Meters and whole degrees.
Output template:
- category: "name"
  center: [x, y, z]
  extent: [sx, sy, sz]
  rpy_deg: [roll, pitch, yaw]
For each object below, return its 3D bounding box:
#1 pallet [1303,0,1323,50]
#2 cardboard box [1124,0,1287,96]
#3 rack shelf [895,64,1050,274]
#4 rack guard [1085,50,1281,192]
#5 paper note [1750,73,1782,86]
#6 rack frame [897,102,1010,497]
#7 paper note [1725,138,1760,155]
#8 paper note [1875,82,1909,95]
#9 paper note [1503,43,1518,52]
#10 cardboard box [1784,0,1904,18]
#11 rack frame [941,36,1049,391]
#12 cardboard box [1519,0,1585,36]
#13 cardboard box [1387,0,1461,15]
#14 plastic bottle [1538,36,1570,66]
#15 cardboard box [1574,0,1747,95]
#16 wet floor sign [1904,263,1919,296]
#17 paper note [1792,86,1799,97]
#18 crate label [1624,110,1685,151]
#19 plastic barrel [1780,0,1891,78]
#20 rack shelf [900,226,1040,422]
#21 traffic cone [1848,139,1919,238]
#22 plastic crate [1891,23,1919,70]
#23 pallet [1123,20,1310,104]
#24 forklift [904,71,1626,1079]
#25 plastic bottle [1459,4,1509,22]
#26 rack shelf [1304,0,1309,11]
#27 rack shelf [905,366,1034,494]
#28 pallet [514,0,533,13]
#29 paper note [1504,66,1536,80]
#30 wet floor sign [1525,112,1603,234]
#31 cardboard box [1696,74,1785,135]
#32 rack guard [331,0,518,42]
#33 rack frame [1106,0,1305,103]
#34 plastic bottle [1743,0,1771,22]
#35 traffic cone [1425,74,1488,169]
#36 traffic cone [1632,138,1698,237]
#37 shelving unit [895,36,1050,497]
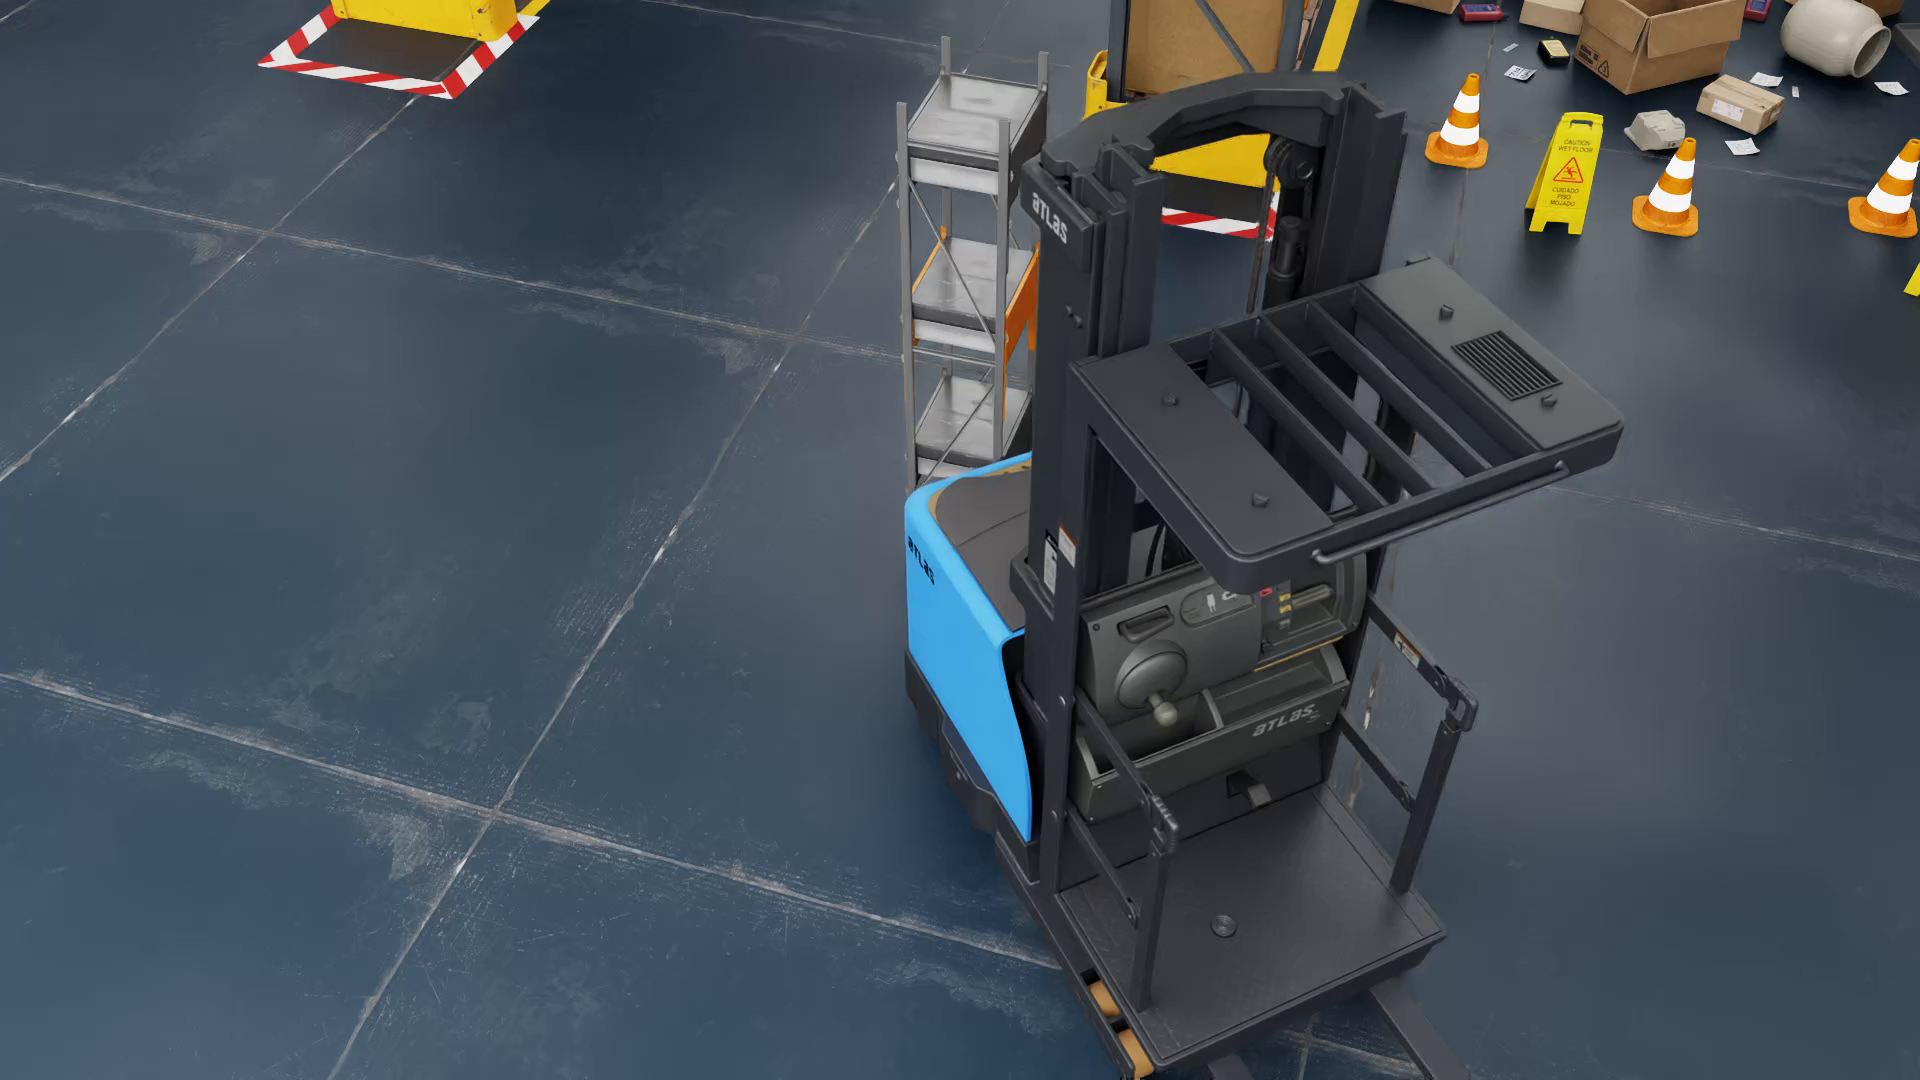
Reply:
- category: "pallet"
  center: [1.830, -3.582, 10.658]
  extent: [1.003, 0.211, 1.213]
  rpy_deg: [13, 46, 13]
- category: "cardboard box"
  center: [1.434, -3.075, 9.366]
  extent: [0.875, 0.875, 0.875]
  rpy_deg: [13, 46, 13]
- category: "rack shelf"
  center: [0.050, -1.351, 6.047]
  extent: [0.431, 0.518, 0.480]
  rpy_deg: [13, 46, 12]
- category: "rack guard"
  center: [1.284, -2.309, 9.151]
  extent: [1.175, 0.500, 0.348]
  rpy_deg: [13, 46, 13]
- category: "paper note"
  center: [4.829, -2.758, 9.954]
  extent: [0.148, 0.019, 0.142]
  rpy_deg: [28, 51, 26]
- category: "rack frame"
  center: [-0.024, -0.698, 6.361]
  extent: [0.400, 2.100, 0.015]
  rpy_deg: [13, 46, 12]
- category: "paper note"
  center: [4.429, -2.228, 9.404]
  extent: [0.148, 0.019, 0.142]
  rpy_deg: [-2, 44, -2]
- category: "paper note"
  center: [5.537, -2.690, 9.876]
  extent: [0.142, 0.019, 0.148]
  rpy_deg: [-2, 44, -2]
- category: "paper note"
  center: [3.393, -3.034, 10.242]
  extent: [0.123, 0.001, 0.032]
  rpy_deg: [-33, 53, -29]
- category: "cardboard box"
  center: [5.629, -3.585, 10.453]
  extent: [0.500, 0.500, 0.500]
  rpy_deg: [-24, 49, -22]
- category: "rack frame"
  center: [0.124, -1.023, 6.694]
  extent: [0.400, 2.100, 0.015]
  rpy_deg: [13, 46, 12]
- category: "cardboard box"
  center: [3.737, -3.371, 10.405]
  extent: [0.396, 0.266, 0.258]
  rpy_deg: [20, 48, 19]
- category: "cardboard box"
  center: [3.010, -3.740, 10.612]
  extent: [0.500, 0.500, 0.500]
  rpy_deg: [20, 48, 19]
- category: "plastic bottle"
  center: [3.621, -2.996, 10.167]
  extent: [0.133, 0.061, 0.283]
  rpy_deg: [-2, 44, -2]
- category: "cardboard box"
  center: [4.158, -3.052, 9.908]
  extent: [0.797, 0.503, 0.637]
  rpy_deg: [-16, 47, -16]
- category: "wet floor sign"
  center: [4.962, -1.496, 8.216]
  extent: [0.267, 0.644, 0.232]
  rpy_deg: [28, 51, 26]
- category: "paper note"
  center: [4.953, -2.658, 9.858]
  extent: [0.032, 0.001, 0.123]
  rpy_deg: [13, 46, 13]
- category: "crate label"
  center: [3.958, -2.320, 9.421]
  extent: [0.250, 0.136, 0.298]
  rpy_deg: [-9, 45, -9]
- category: "plastic barrel"
  center: [5.222, -3.014, 9.926]
  extent: [0.421, 0.421, 0.512]
  rpy_deg: [-24, 49, -22]
- category: "rack shelf"
  center: [0.050, -0.851, 6.537]
  extent: [0.431, 0.518, 0.480]
  rpy_deg: [13, 46, 12]
- category: "traffic cone"
  center: [4.940, -1.890, 8.750]
  extent: [0.336, 0.463, 0.334]
  rpy_deg: [13, 46, 13]
- category: "plastic crate"
  center: [5.994, -2.987, 10.144]
  extent: [0.402, 0.080, 0.583]
  rpy_deg: [-2, 44, -2]
- category: "pallet"
  center: [1.459, -2.771, 9.830]
  extent: [1.003, 0.211, 1.213]
  rpy_deg: [13, 46, 13]
- category: "forklift"
  center: [0.882, 0.335, 4.712]
  extent: [1.130, 2.935, 3.031]
  rpy_deg: [-19, 47, -18]
- category: "plastic bottle"
  center: [3.314, -3.333, 10.511]
  extent: [0.283, 0.061, 0.133]
  rpy_deg: [-2, 44, -2]
- category: "rack shelf"
  center: [1.897, -4.294, 9.907]
  extent: [1.077, 0.370, 4.000]
  rpy_deg: [13, 46, 13]
- category: "rack shelf"
  center: [0.050, -0.351, 7.026]
  extent: [0.431, 0.518, 0.480]
  rpy_deg: [13, 46, 12]
- category: "pallet"
  center: [-3.103, -3.924, 11.008]
  extent: [1.003, 0.211, 1.213]
  rpy_deg: [13, 46, 13]
- category: "paper note"
  center: [3.372, -2.814, 10.004]
  extent: [0.144, 0.017, 0.142]
  rpy_deg: [28, 51, 26]
- category: "wet floor sign"
  center: [3.169, -1.938, 8.668]
  extent: [0.267, 0.644, 0.232]
  rpy_deg: [5, 45, 5]
- category: "cardboard box"
  center: [4.511, -2.519, 9.617]
  extent: [0.250, 0.149, 0.380]
  rpy_deg: [-33, 53, -29]
- category: "rack guard"
  center: [-3.382, -3.493, 10.362]
  extent: [1.175, 0.500, 0.348]
  rpy_deg: [13, 46, 13]
- category: "rack frame"
  center: [1.291, -3.218, 8.293]
  extent: [1.000, 3.000, 0.127]
  rpy_deg: [13, 46, 13]
- category: "plastic bottle"
  center: [5.073, -3.390, 10.570]
  extent: [0.133, 0.061, 0.283]
  rpy_deg: [20, 48, 19]
- category: "traffic cone"
  center: [2.805, -2.365, 9.235]
  extent: [0.336, 0.463, 0.334]
  rpy_deg: [13, 46, 13]
- category: "traffic cone"
  center: [3.779, -1.899, 8.759]
  extent: [0.336, 0.463, 0.334]
  rpy_deg: [13, 46, 13]
- category: "shelving unit"
  center: [0.050, -0.861, 6.527]
  extent: [0.431, 2.100, 0.503]
  rpy_deg: [13, 46, 12]
